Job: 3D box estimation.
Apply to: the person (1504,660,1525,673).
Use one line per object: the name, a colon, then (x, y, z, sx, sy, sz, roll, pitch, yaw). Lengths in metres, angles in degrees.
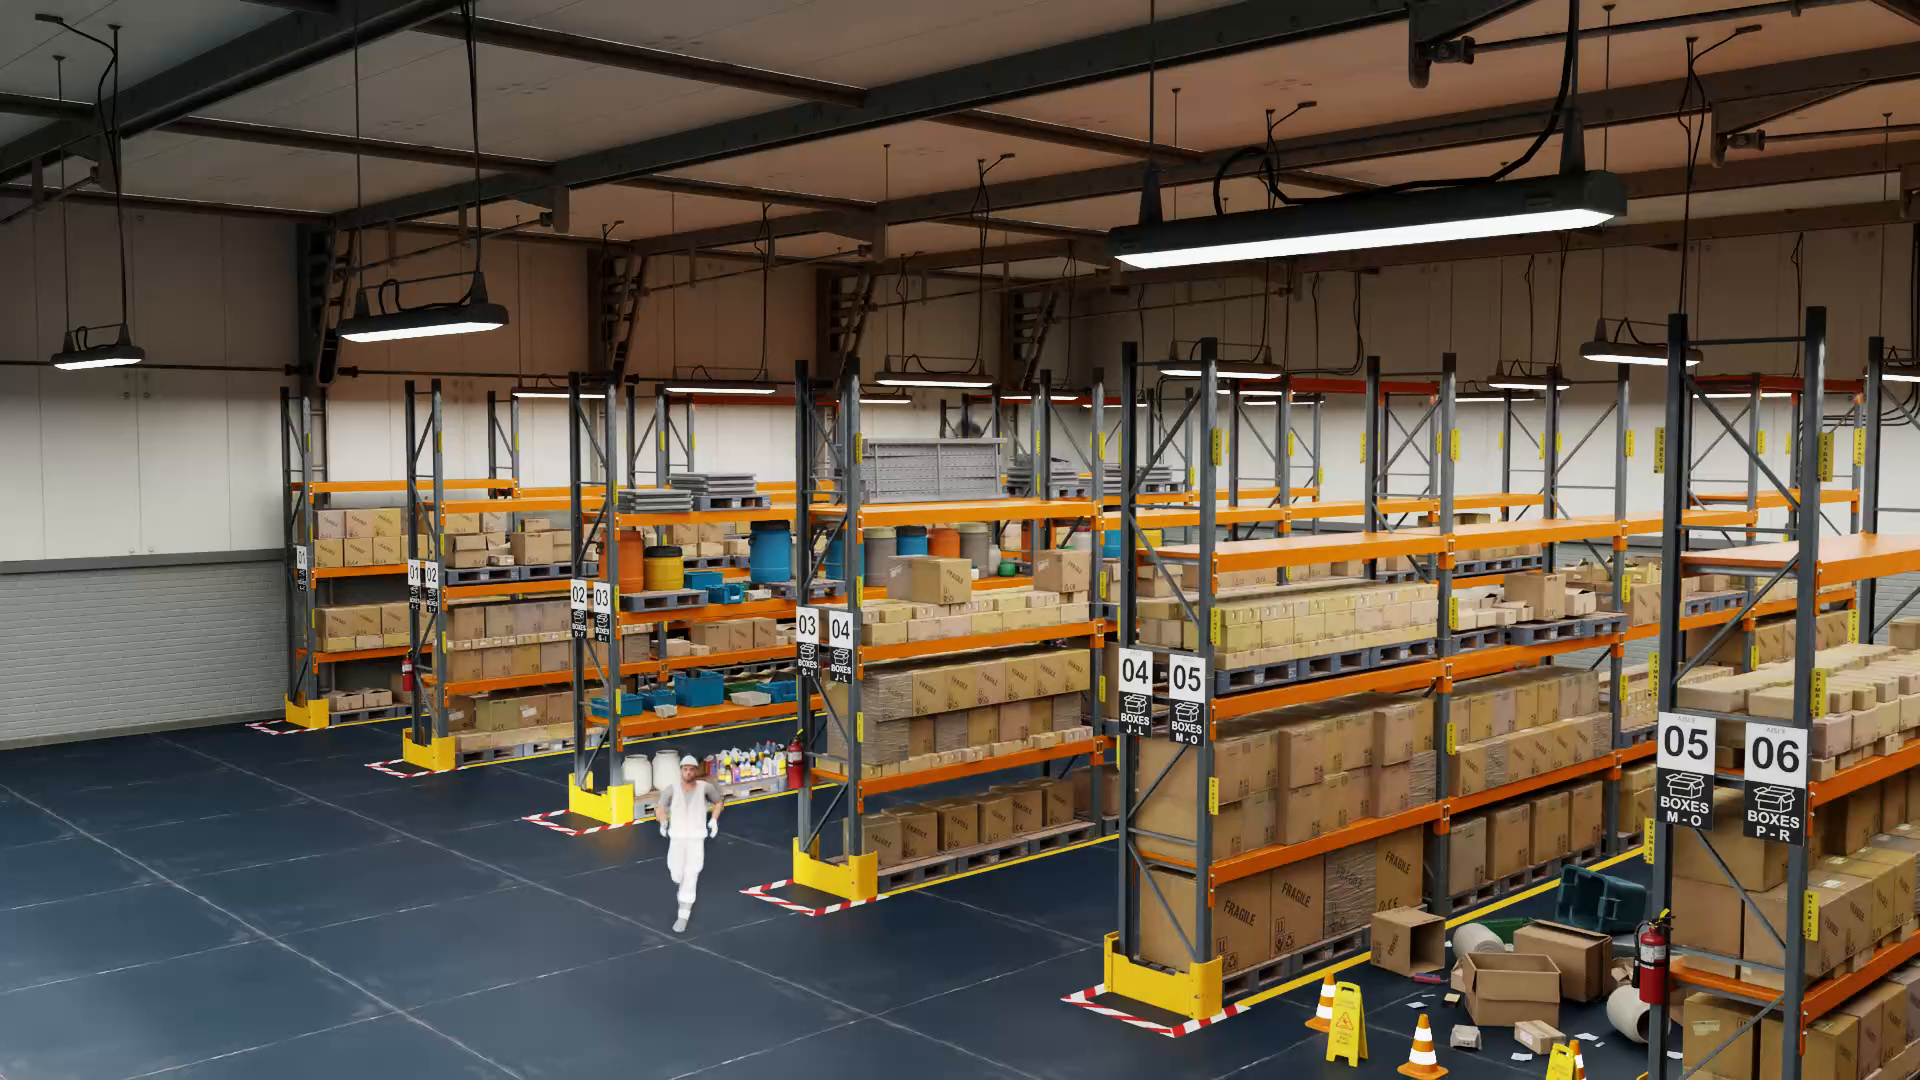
person: (8.674, 2.660, 25.975, 0.635, 1.758, 0.710, 3, 5, 36)

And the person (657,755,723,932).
person: (-2.872, 3.159, 17.596, 0.684, 1.776, 0.949, 0, 4, -2)
